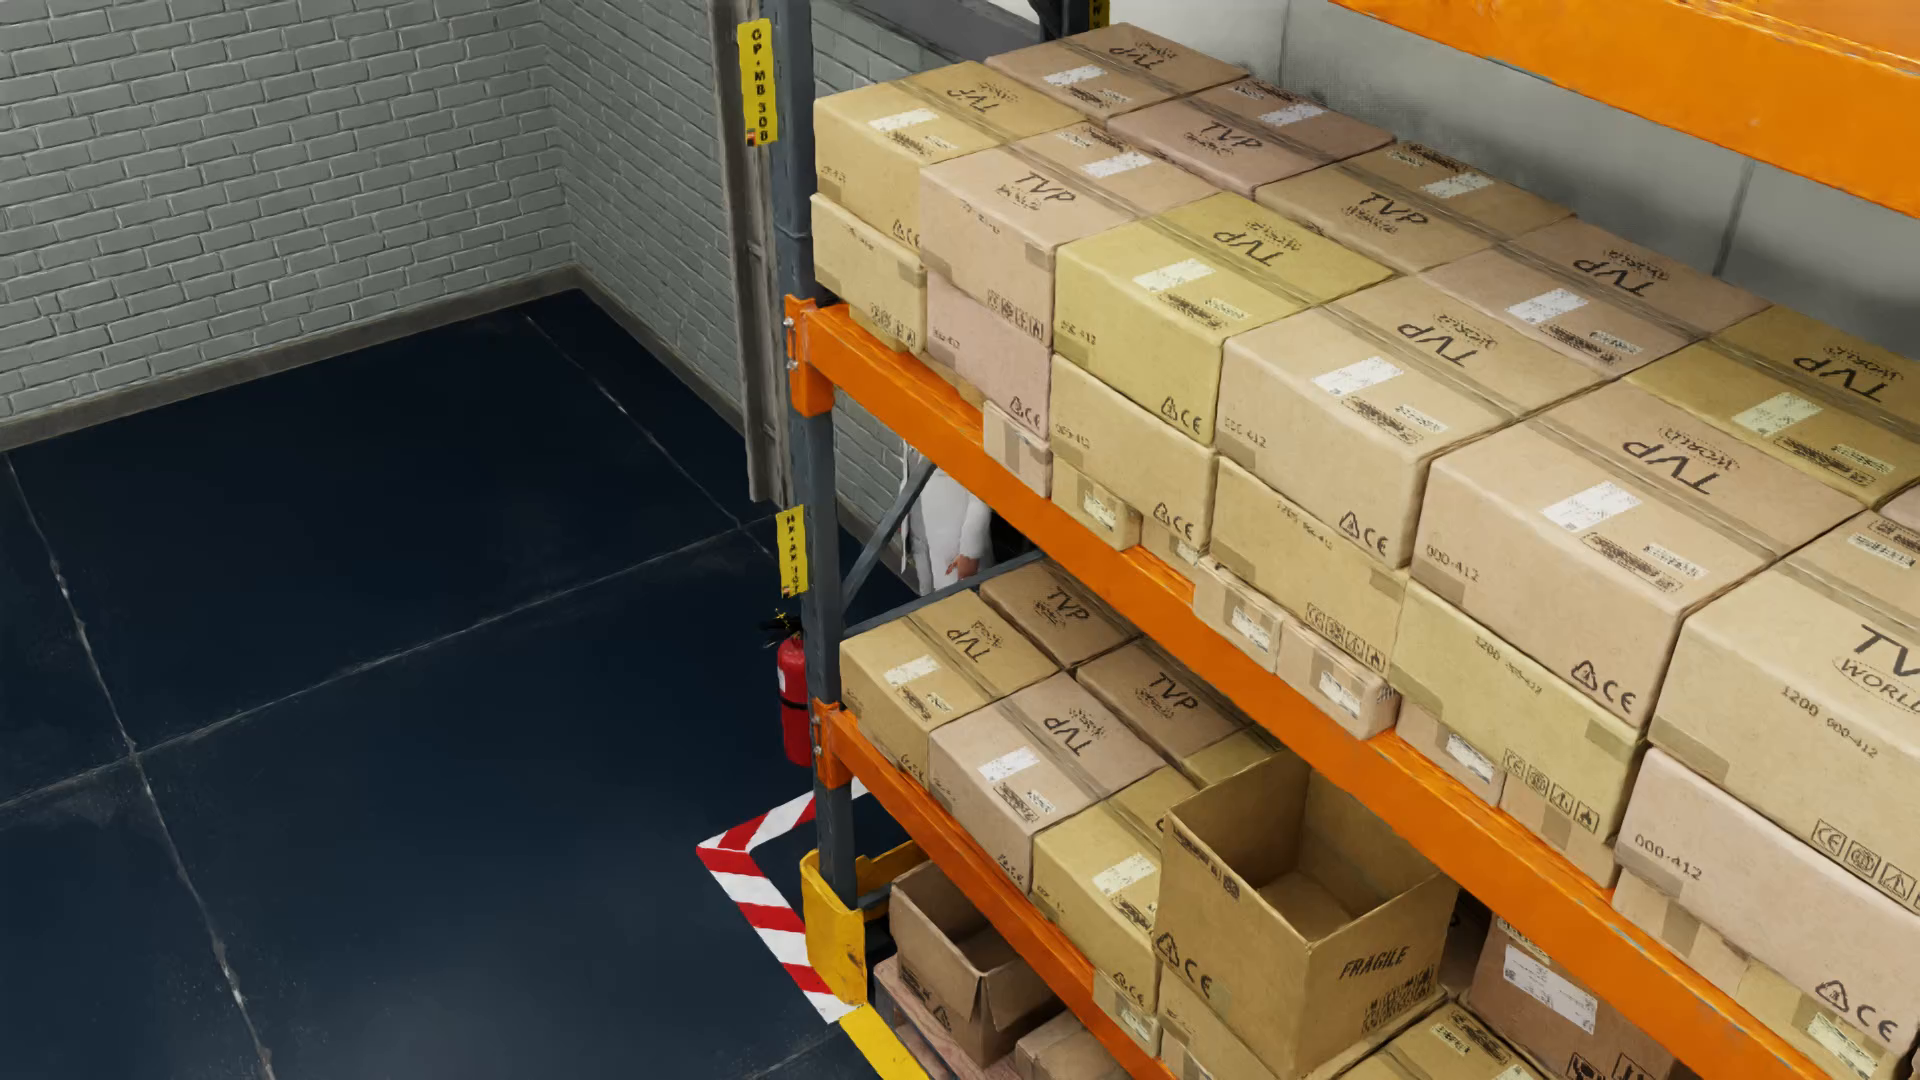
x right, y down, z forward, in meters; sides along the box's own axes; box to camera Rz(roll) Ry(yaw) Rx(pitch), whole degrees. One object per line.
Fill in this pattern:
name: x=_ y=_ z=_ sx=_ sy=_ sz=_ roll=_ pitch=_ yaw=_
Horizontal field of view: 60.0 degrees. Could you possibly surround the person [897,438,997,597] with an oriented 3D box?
person: x=-0.053 y=-0.063 z=7.093 sx=0.487 sy=1.774 sz=0.644 roll=-23 pitch=42 yaw=-29
